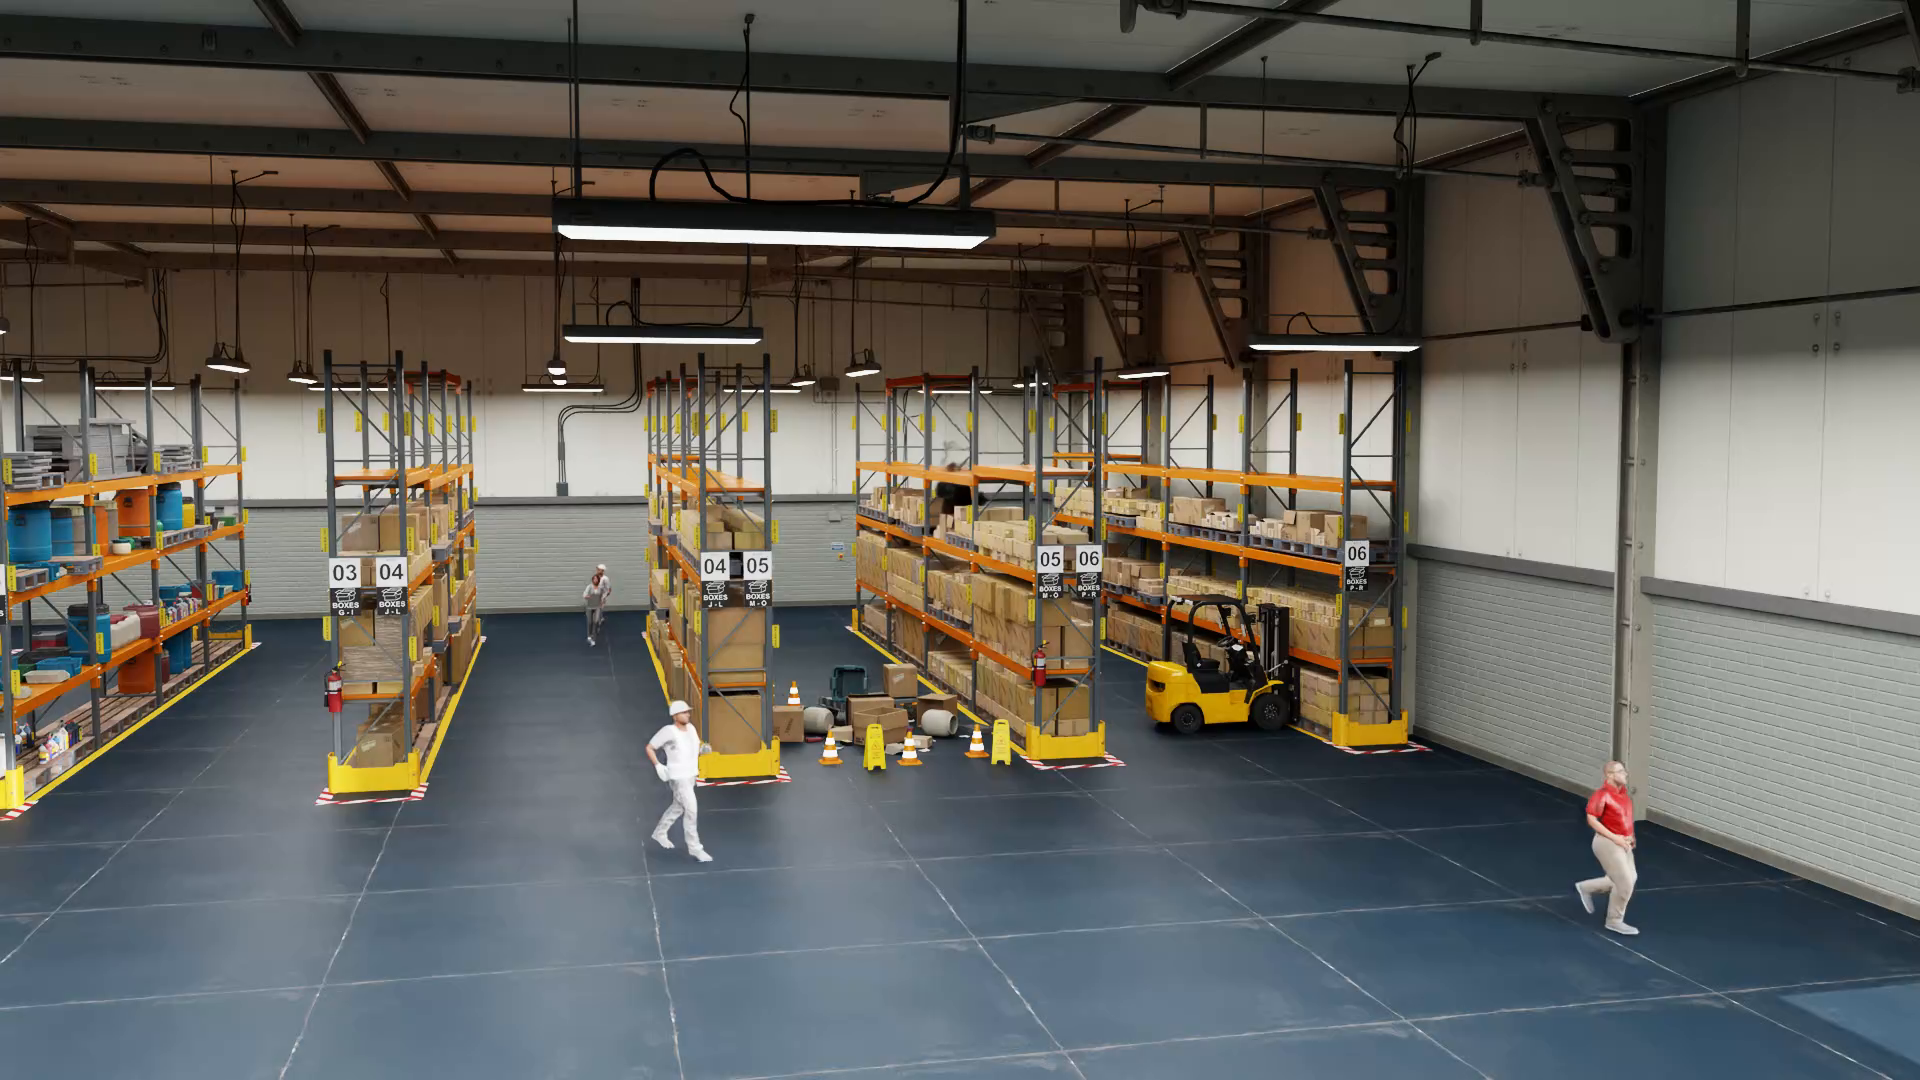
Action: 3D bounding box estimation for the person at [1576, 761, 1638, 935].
[{"bbox_3d":[6.412,3.014,16.448,0.653,1.682,0.686,4,5,43],"label":"person"}]

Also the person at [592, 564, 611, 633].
[{"bbox_3d":[-8.556,1.401,39.575,0.728,1.680,0.581,3,5,40],"label":"person"}]

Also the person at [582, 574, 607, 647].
[{"bbox_3d":[-8.267,1.585,37.663,0.537,1.638,0.722,-1,4,-10],"label":"person"}]

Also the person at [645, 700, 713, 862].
[{"bbox_3d":[-3.219,2.757,19.187,0.897,1.818,0.671,2,4,22],"label":"person"}]
